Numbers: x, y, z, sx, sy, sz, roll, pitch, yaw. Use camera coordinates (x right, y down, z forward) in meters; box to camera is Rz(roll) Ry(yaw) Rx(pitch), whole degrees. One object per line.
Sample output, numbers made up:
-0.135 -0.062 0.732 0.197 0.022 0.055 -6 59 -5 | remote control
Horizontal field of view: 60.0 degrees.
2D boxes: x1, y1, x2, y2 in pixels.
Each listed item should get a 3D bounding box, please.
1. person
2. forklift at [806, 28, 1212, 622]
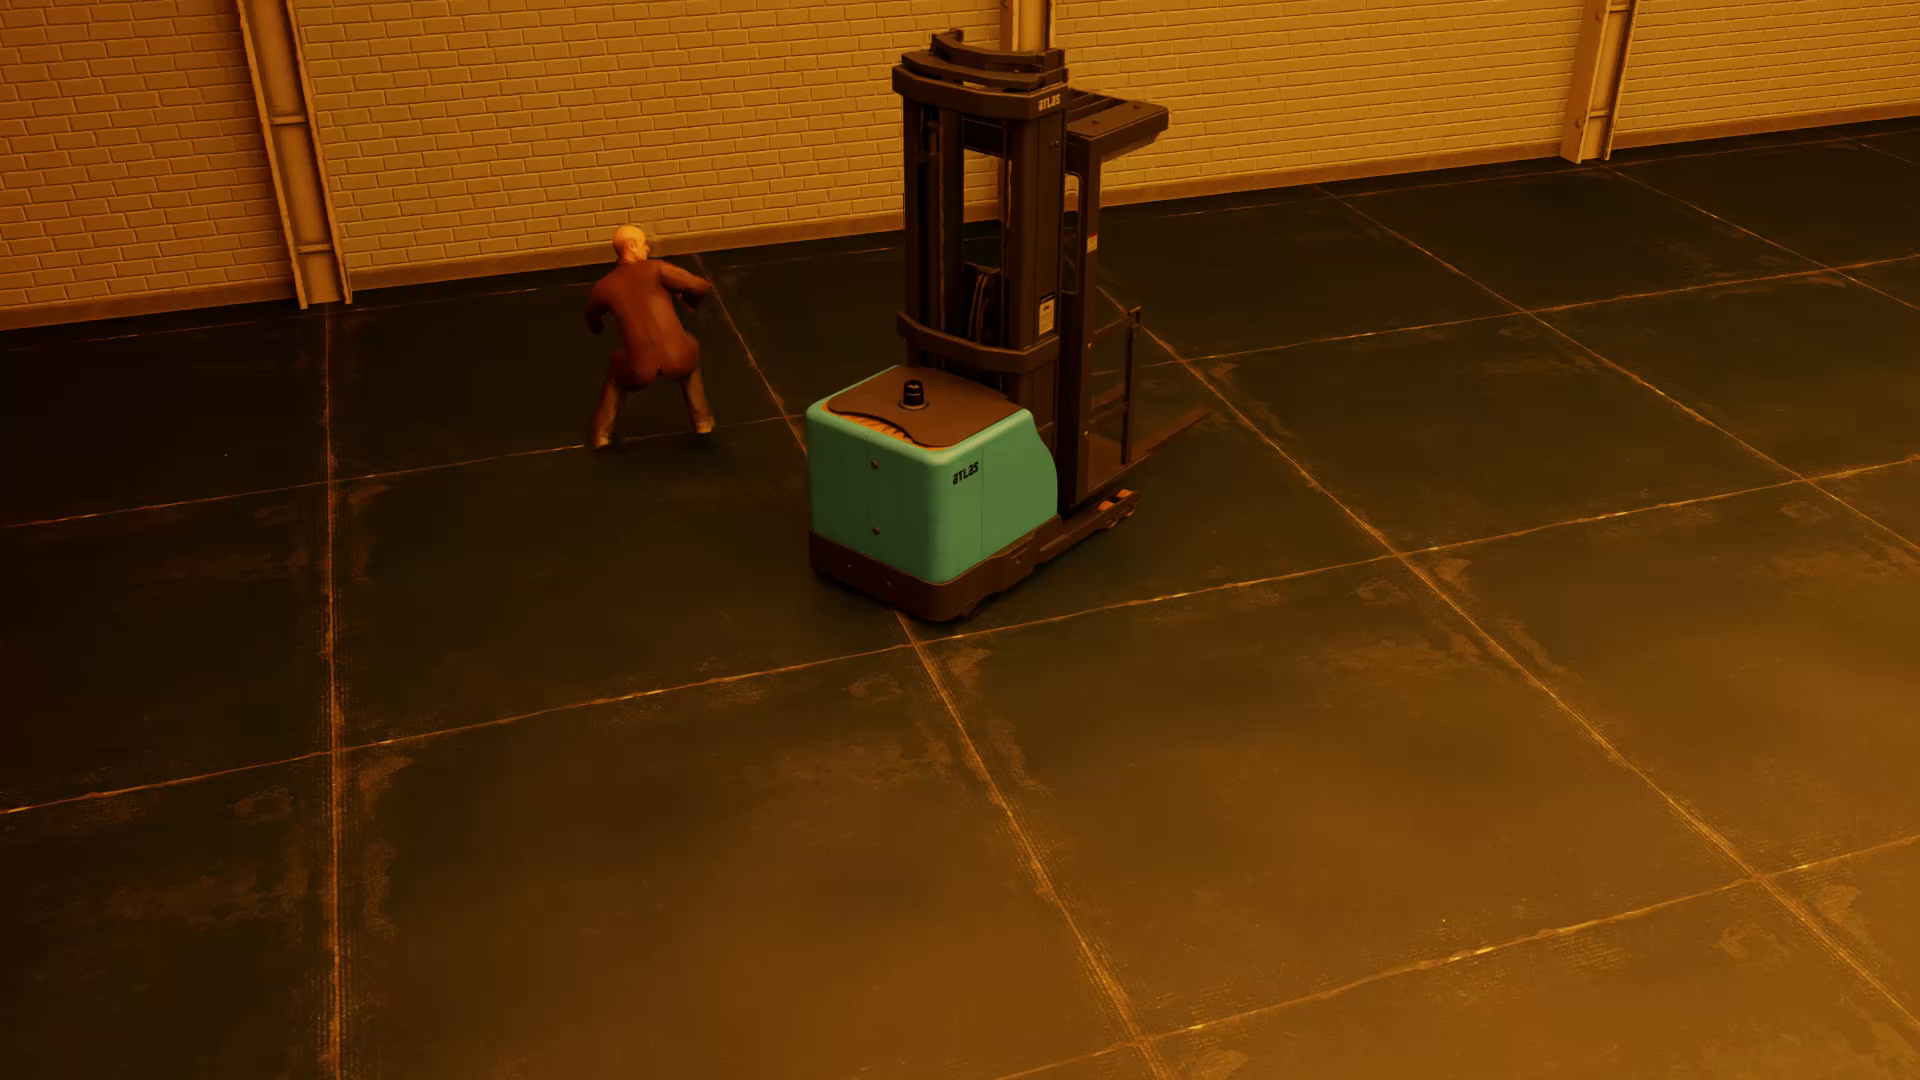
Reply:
-2.045 -1.310 10.857 0.879 1.547 0.849 -3 30 -6 | person
0.462 -1.485 9.667 1.130 2.935 3.031 23 37 34 | forklift
